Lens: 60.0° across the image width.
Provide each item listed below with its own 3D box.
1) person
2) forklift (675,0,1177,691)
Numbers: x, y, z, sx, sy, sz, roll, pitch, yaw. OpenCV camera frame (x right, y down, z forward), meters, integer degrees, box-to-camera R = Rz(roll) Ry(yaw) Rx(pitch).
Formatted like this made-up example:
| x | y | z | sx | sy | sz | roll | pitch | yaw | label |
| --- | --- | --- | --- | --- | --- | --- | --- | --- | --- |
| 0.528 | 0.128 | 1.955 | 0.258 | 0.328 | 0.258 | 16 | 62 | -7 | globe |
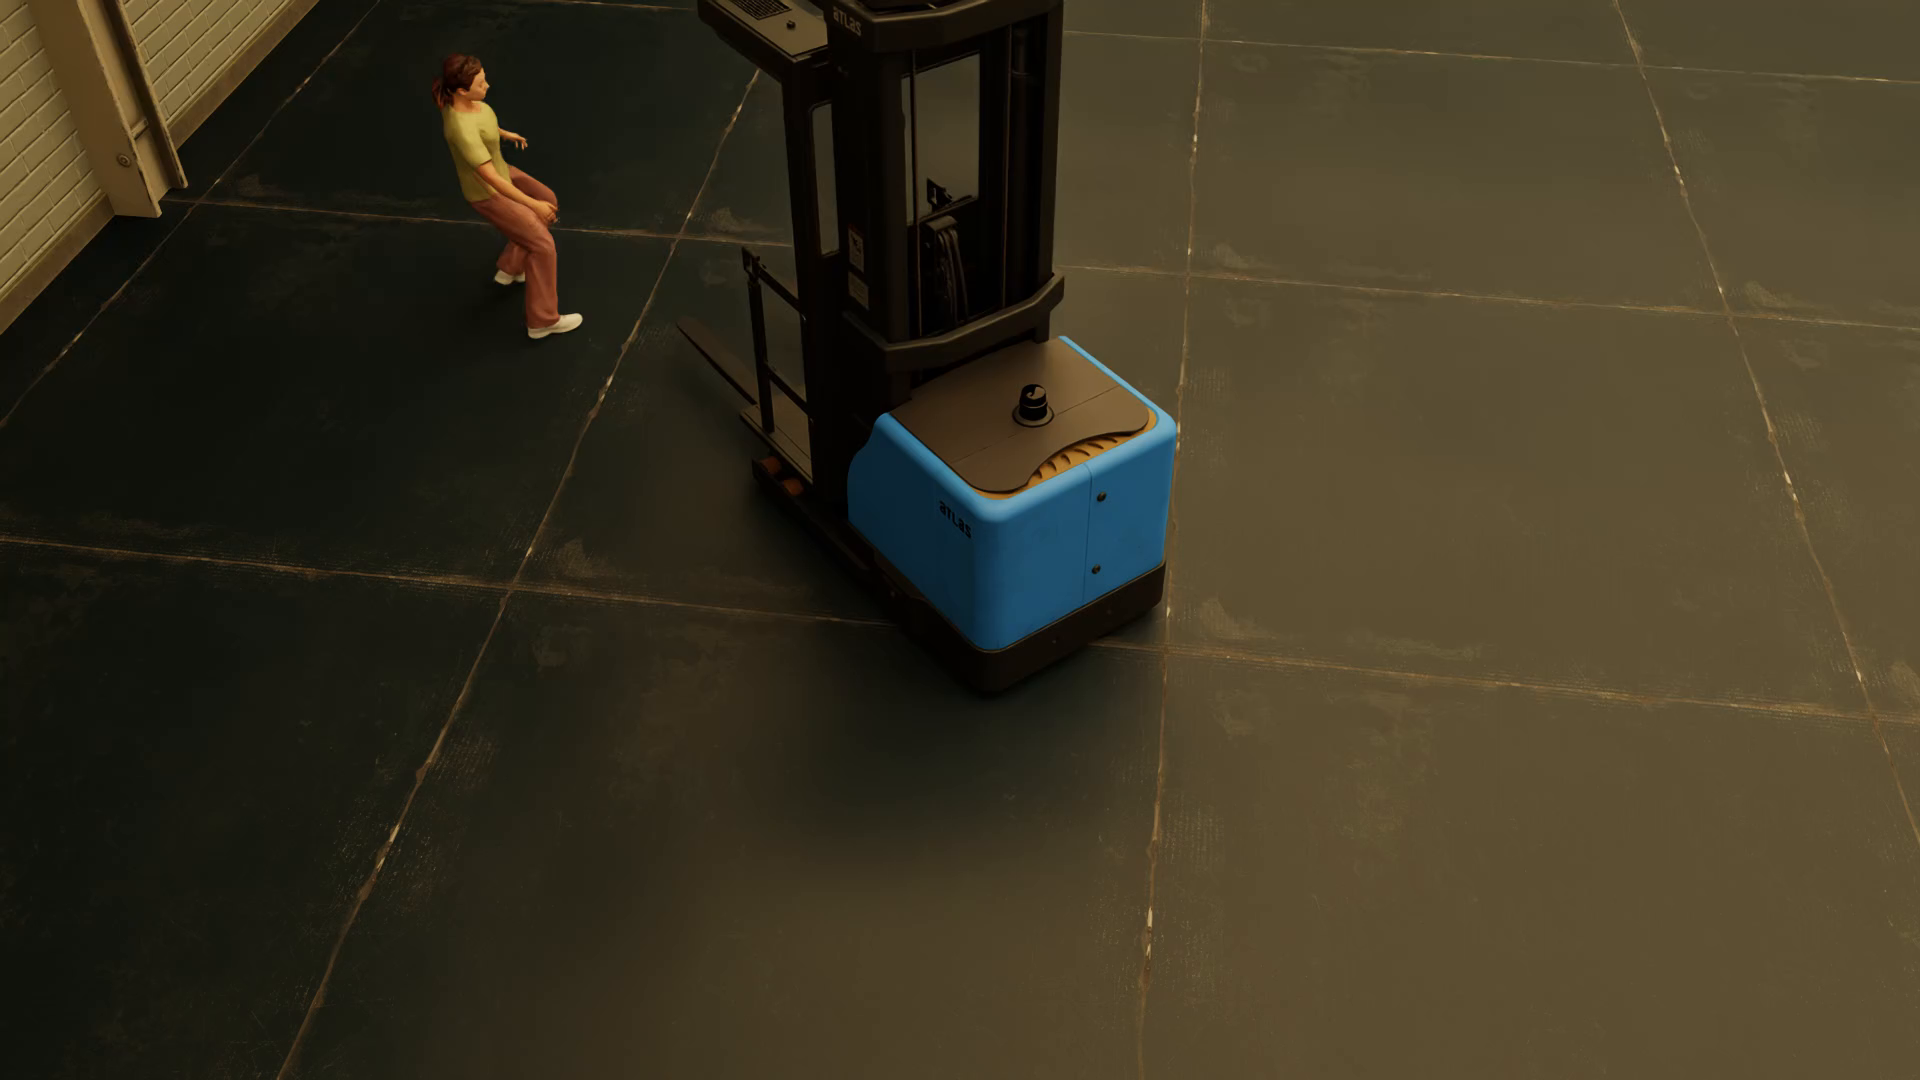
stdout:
| x | y | z | sx | sy | sz | roll | pitch | yaw | label |
| --- | --- | --- | --- | --- | --- | --- | --- | --- | --- |
| -2.406 | -1.875 | 8.788 | 0.557 | 1.544 | 0.771 | -10 | 43 | -10 | person |
| -0.356 | -1.390 | 7.238 | 1.130 | 2.935 | 3.031 | -26 | 49 | -26 | forklift |
